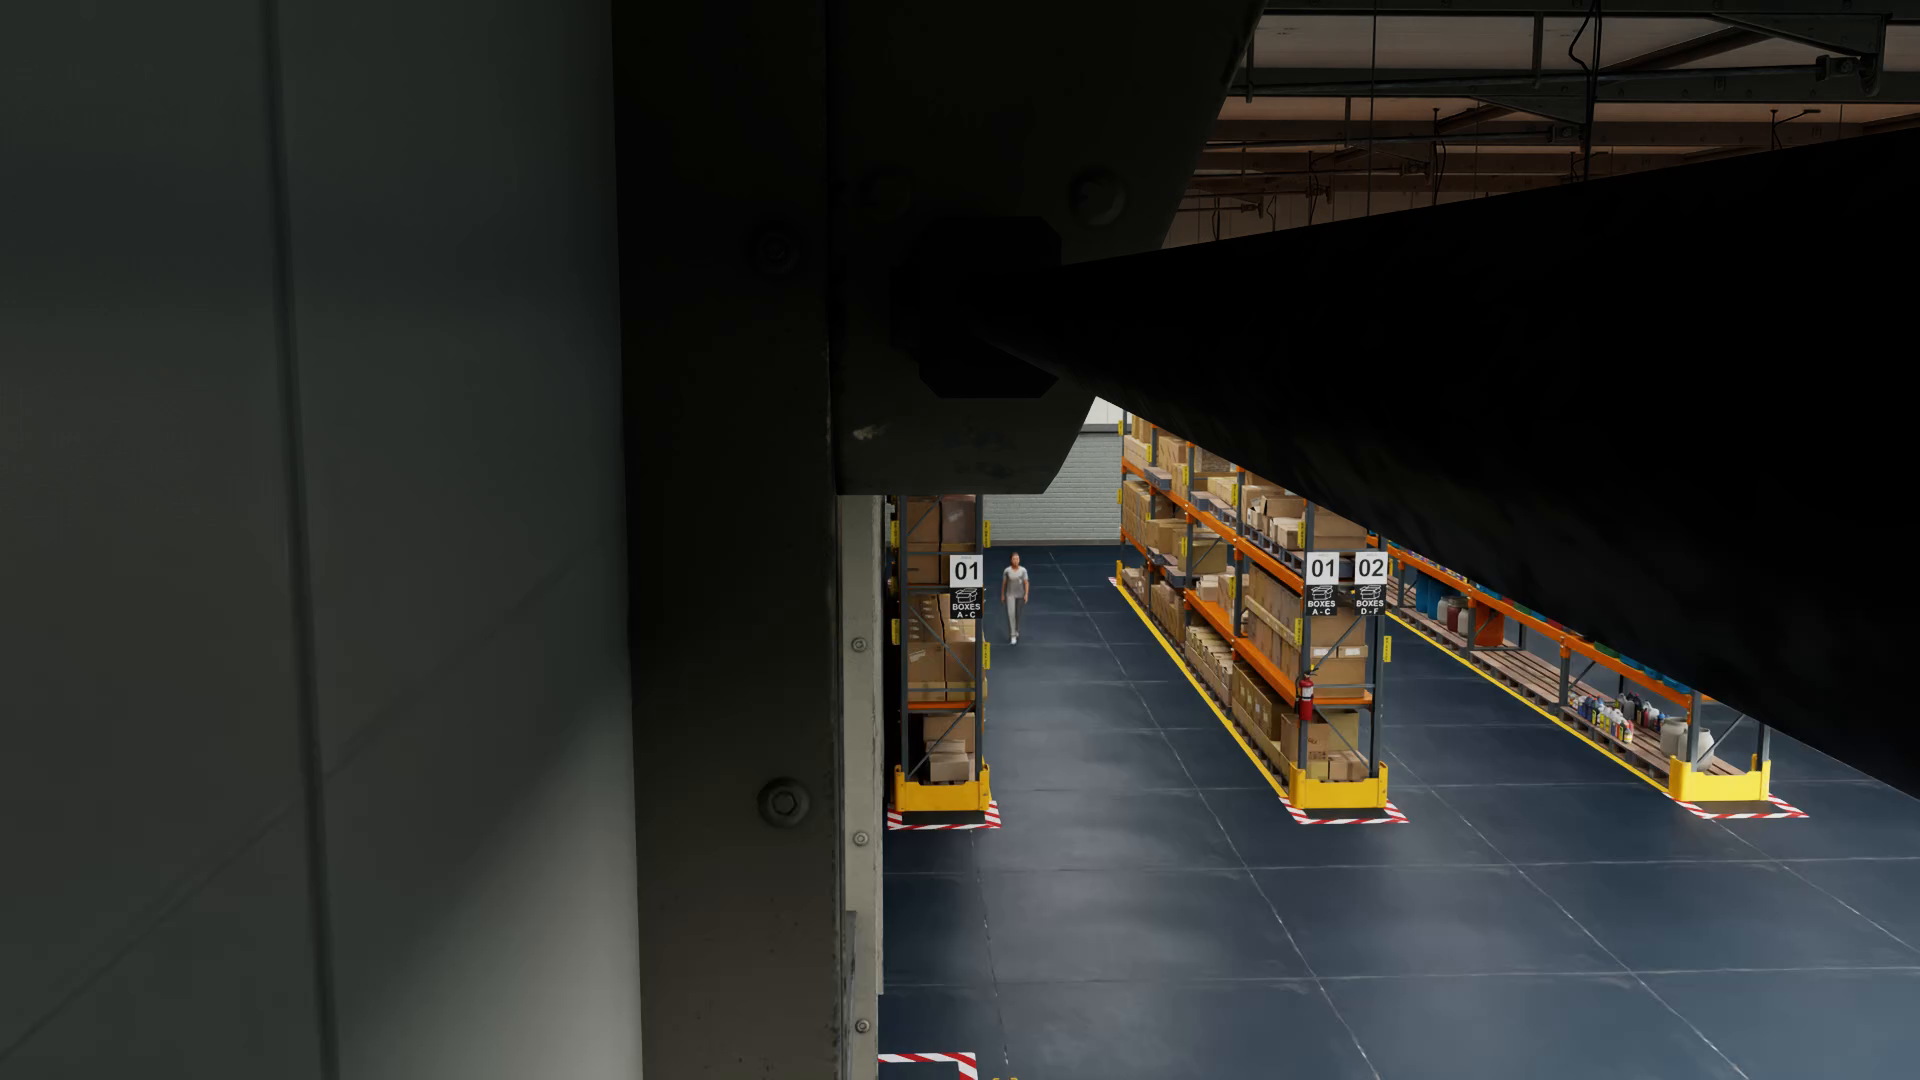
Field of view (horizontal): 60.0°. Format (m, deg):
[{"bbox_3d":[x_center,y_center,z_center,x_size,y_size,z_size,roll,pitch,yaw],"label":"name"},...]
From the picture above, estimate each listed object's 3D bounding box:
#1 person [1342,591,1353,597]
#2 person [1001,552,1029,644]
[{"bbox_3d":[7.287,0.848,31.521,0.565,1.659,1.084,0,8,-2],"label":"person"},{"bbox_3d":[1.030,1.032,30.402,0.470,1.600,1.044,-2,9,-11],"label":"person"}]
